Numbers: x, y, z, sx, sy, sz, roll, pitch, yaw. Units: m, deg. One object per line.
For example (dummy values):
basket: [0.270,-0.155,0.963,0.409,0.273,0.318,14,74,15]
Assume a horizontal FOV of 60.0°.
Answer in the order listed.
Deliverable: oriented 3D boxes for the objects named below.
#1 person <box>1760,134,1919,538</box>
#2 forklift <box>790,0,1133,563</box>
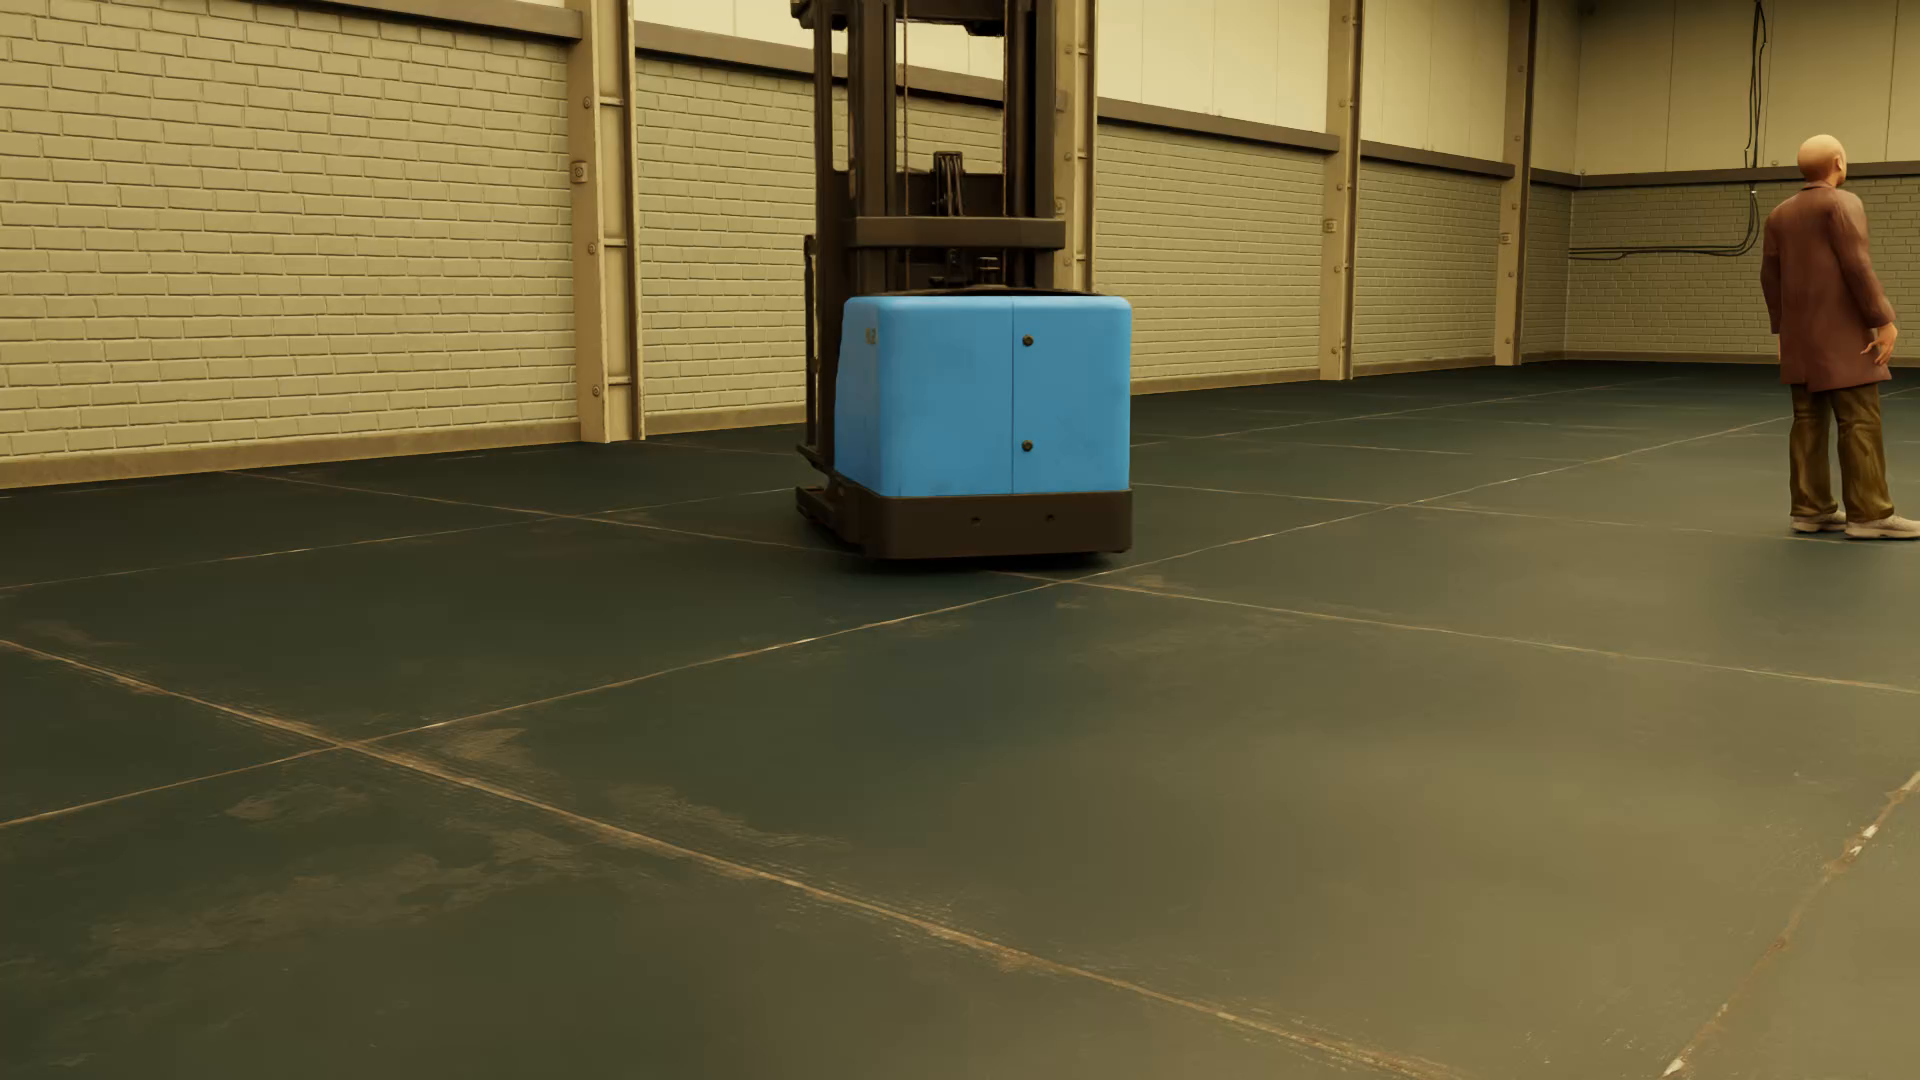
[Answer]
person: [3.991,-0.918,7.509,0.570,1.781,0.692,-2,9,-14]
forklift: [-0.174,-1.531,7.746,1.130,2.935,3.031,-2,9,-14]
